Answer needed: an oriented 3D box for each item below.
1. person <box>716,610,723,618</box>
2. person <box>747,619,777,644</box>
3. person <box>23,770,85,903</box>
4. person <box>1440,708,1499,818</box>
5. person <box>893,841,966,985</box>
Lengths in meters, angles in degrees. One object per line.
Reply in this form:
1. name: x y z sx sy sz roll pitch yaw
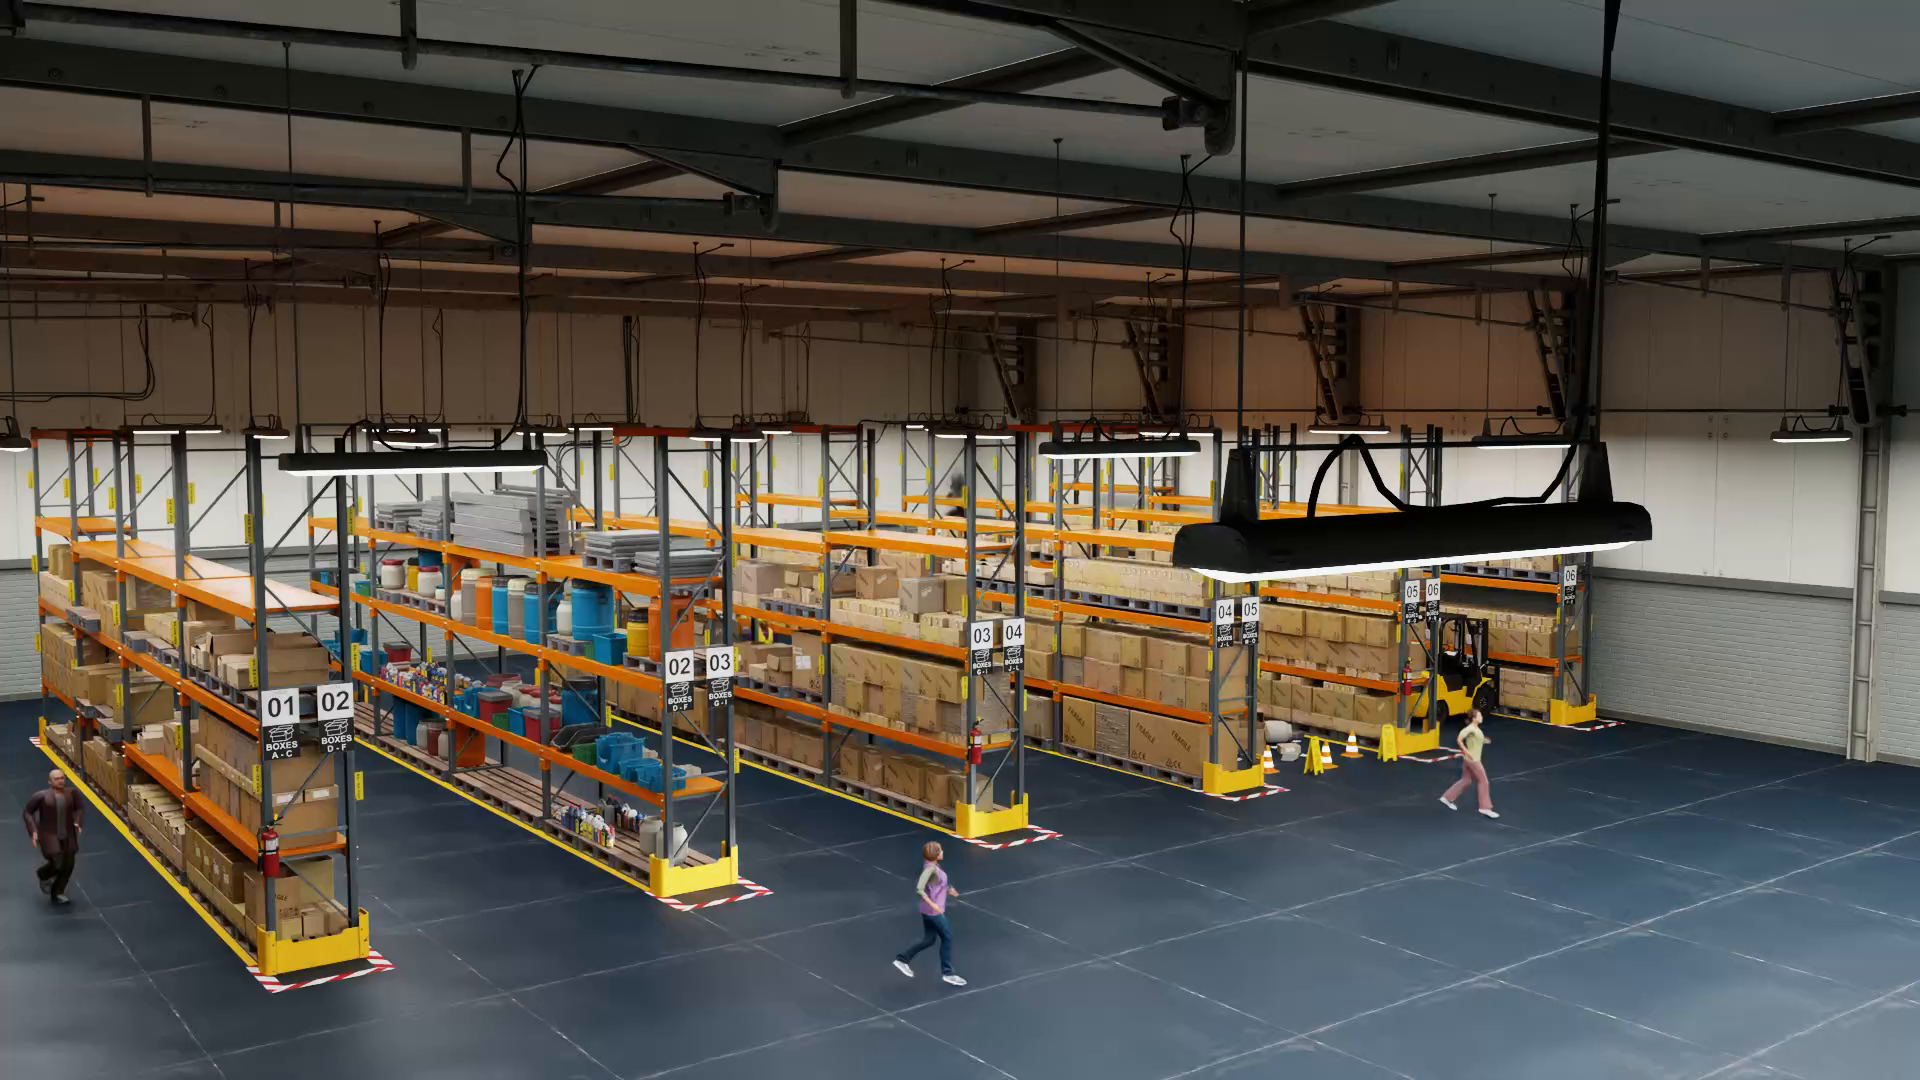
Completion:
1. person: -5.972 2.275 40.904 0.685 1.760 0.571 3 5 32
2. person: -4.350 2.556 37.124 0.682 1.729 0.599 -4 6 -38
3. person: -11.570 3.797 21.320 0.671 1.726 0.696 4 6 40
4. person: 7.962 3.456 25.954 0.894 1.693 0.558 1 5 14
5. person: -0.333 4.094 18.246 0.805 1.605 0.541 -1 5 -6
